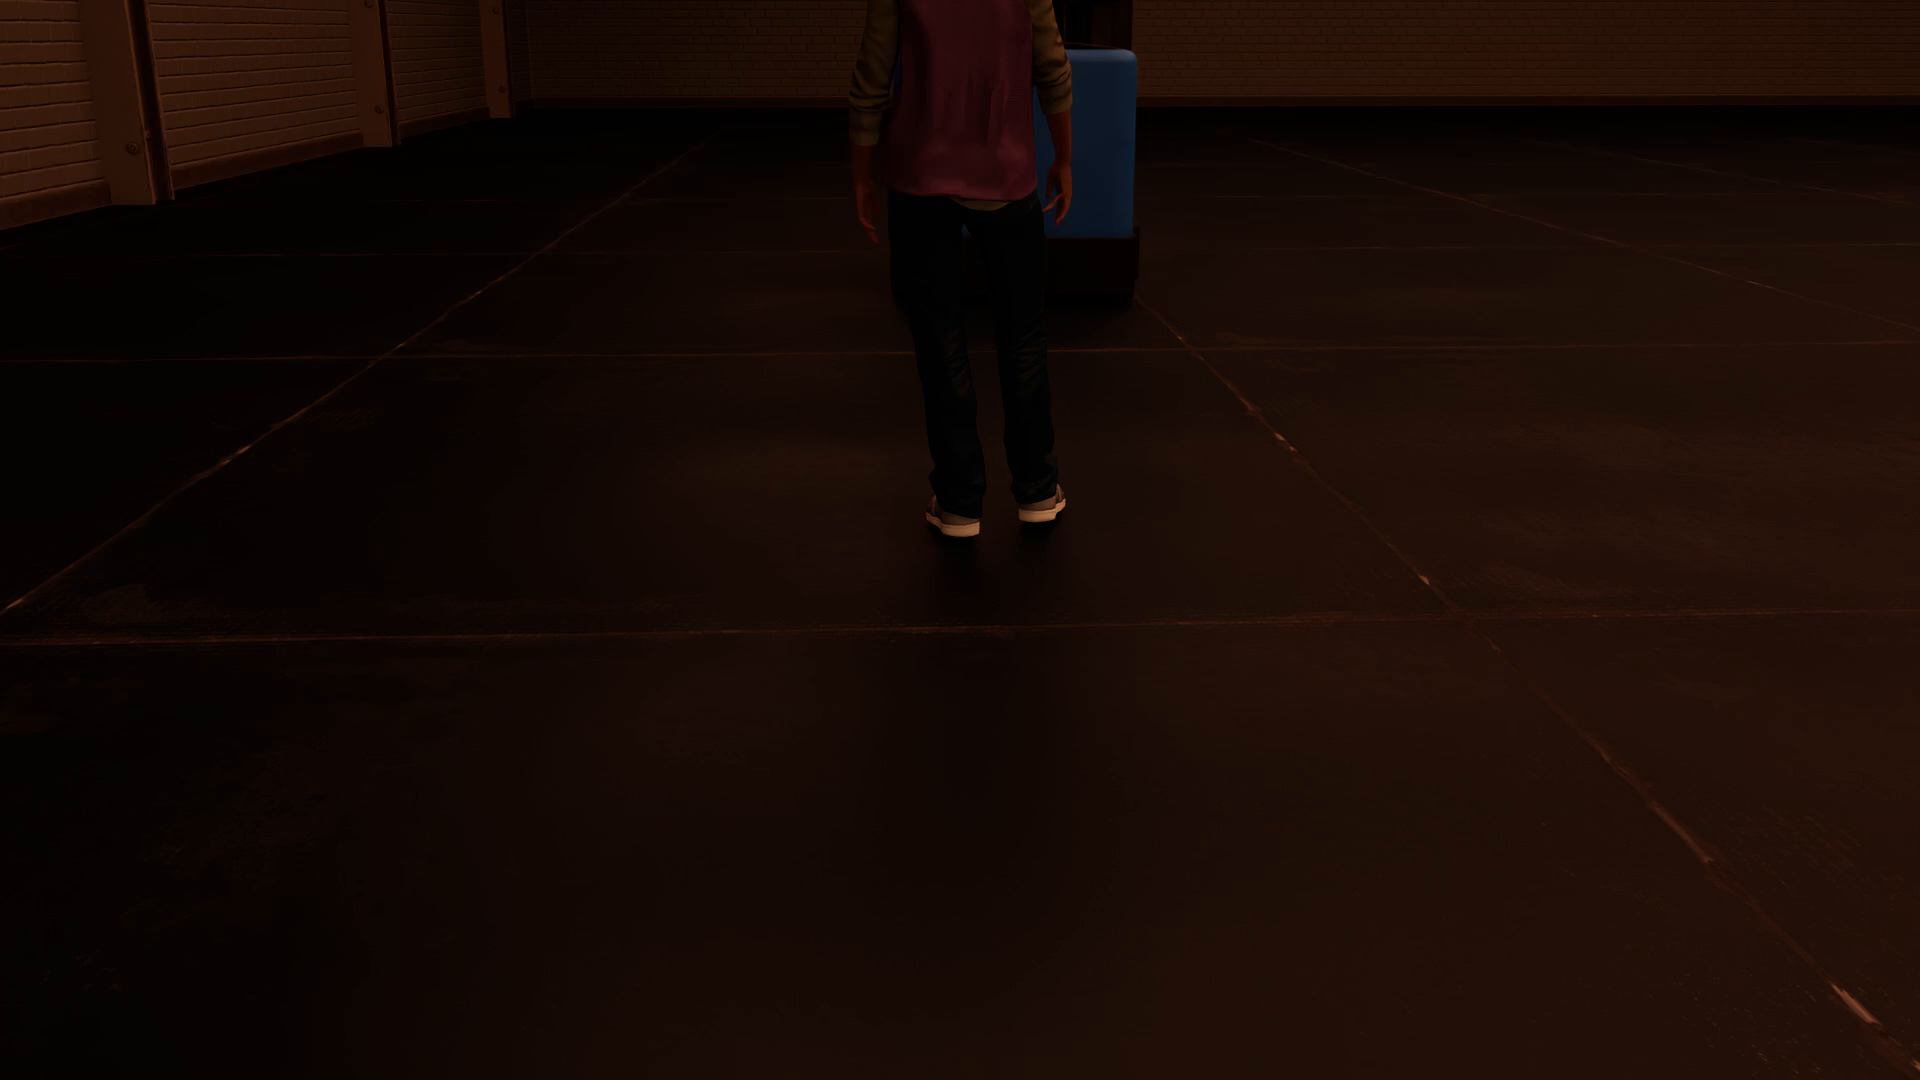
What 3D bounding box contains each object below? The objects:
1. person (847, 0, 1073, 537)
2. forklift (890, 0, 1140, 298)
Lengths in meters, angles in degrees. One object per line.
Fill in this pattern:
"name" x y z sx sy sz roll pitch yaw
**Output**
"person" 0.011 -0.792 3.753 0.520 1.597 0.476 -1 17 -3
"forklift" 0.295 -2.826 8.144 1.130 2.935 3.031 1 17 3
